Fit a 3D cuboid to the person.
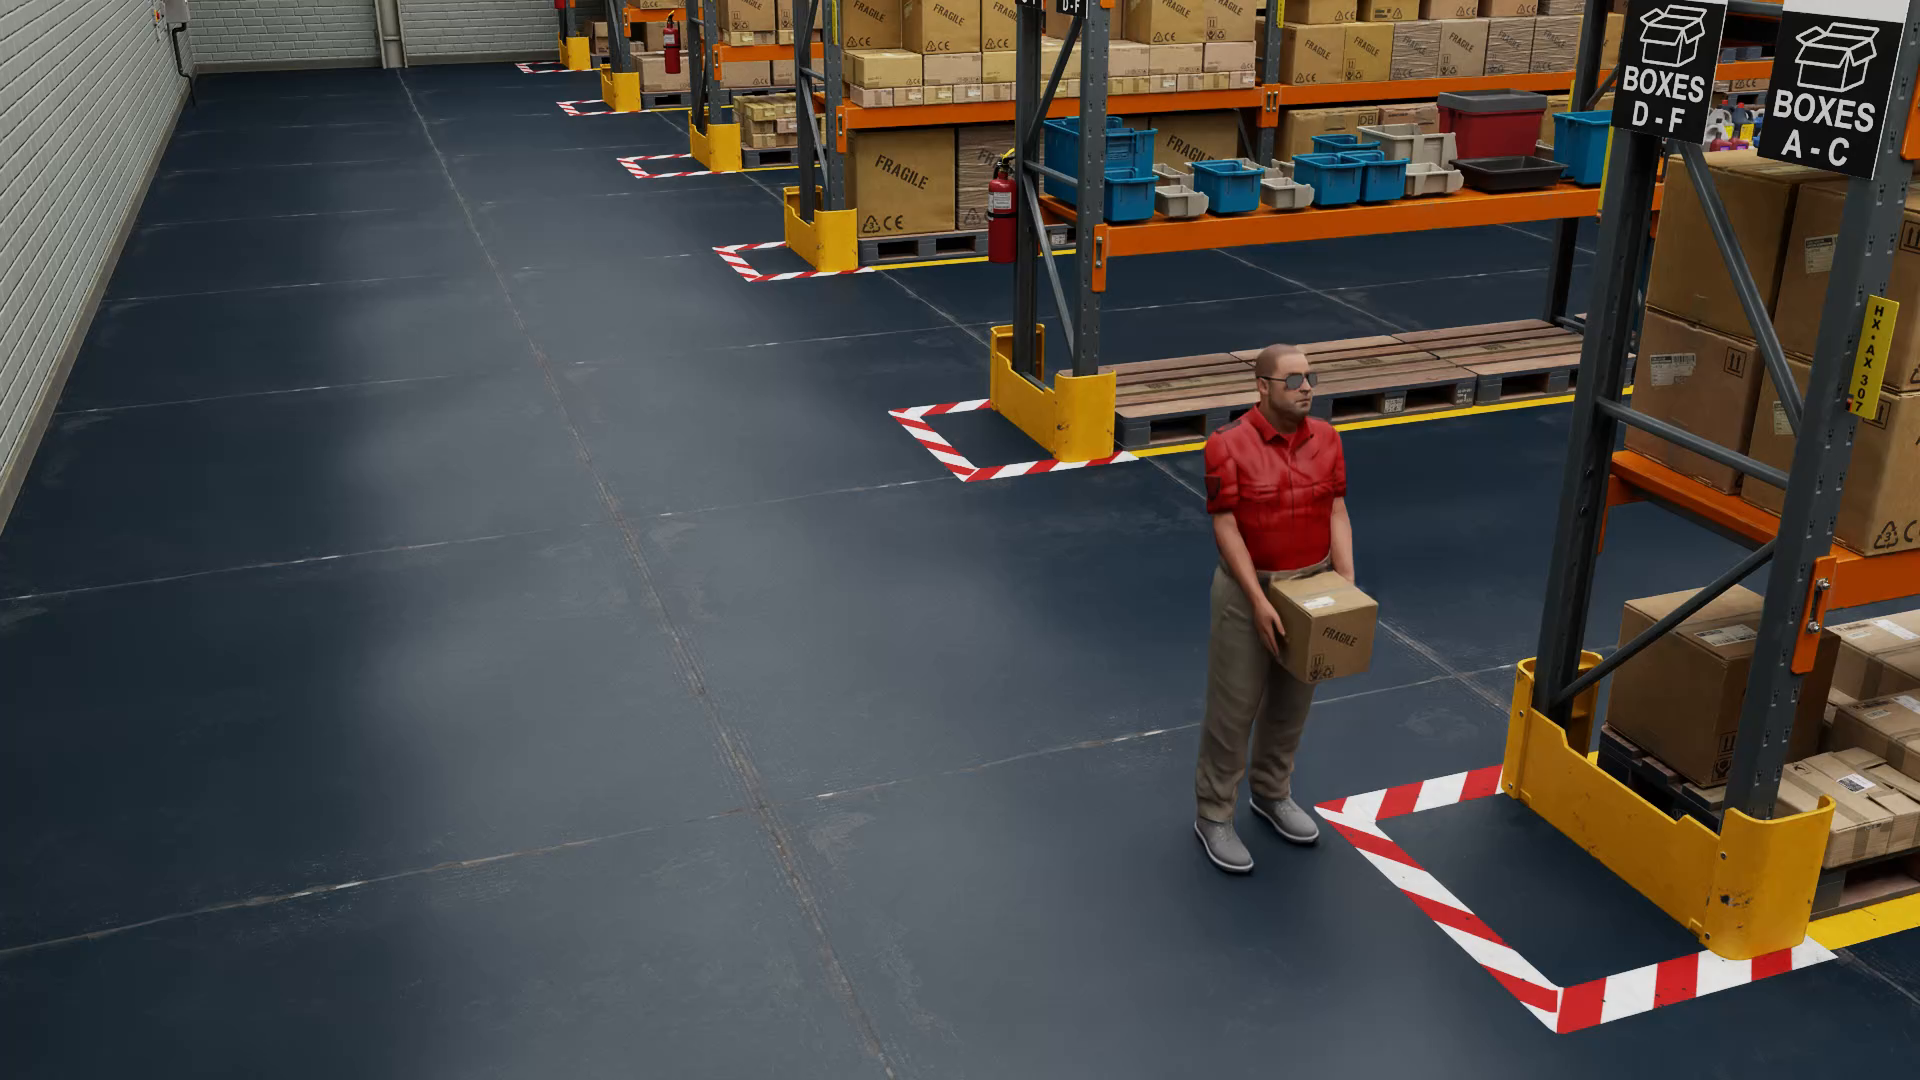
[{"bbox_3d":[1.067,0.191,5.558,0.506,1.664,0.479,-9,24,-21],"label":"person"}]
